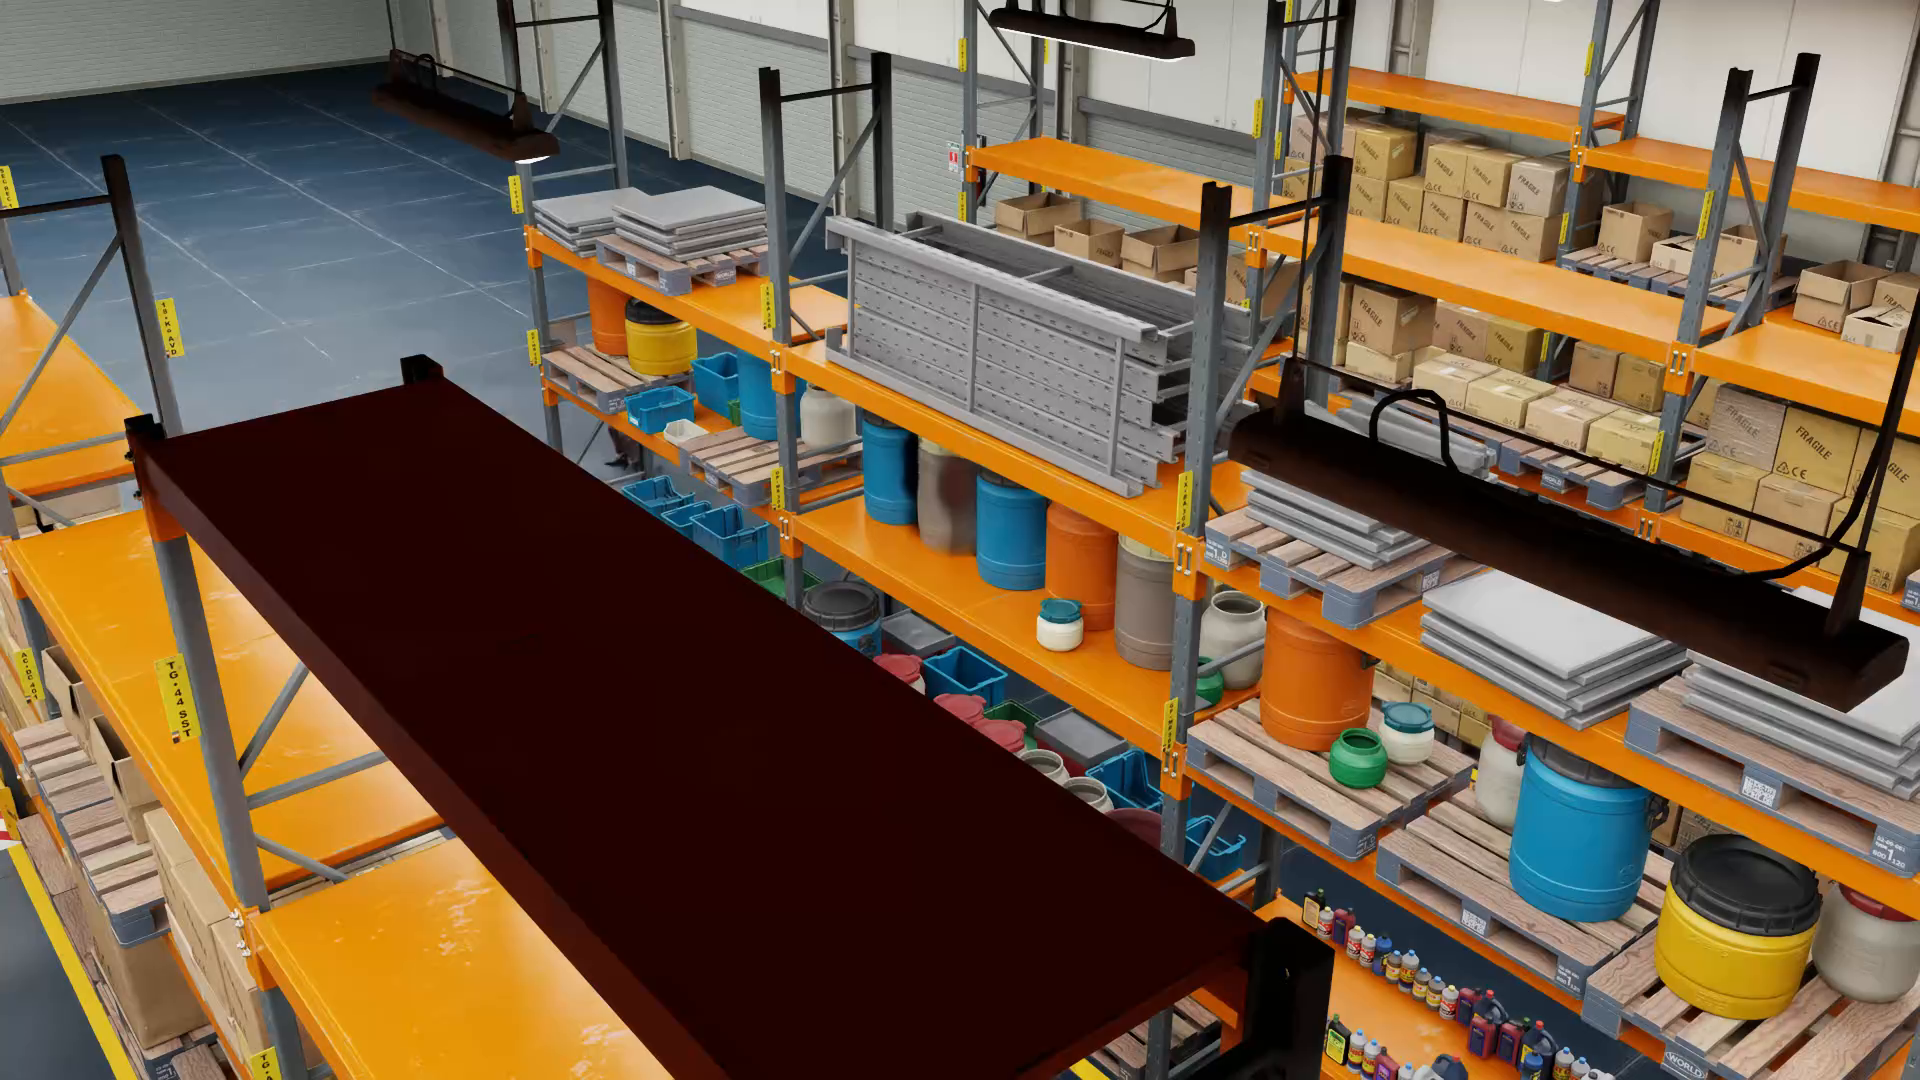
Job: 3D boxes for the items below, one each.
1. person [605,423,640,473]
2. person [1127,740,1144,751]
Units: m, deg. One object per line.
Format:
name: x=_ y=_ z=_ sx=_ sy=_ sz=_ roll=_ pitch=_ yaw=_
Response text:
person: x=-4.062 y=-1.642 z=19.780 sx=0.622 sy=1.784 sz=0.370 roll=24 pitch=34 yaw=39
person: x=1.535 y=1.057 z=14.113 sx=0.451 sy=1.735 sz=0.520 roll=6 pitch=27 yaw=13
